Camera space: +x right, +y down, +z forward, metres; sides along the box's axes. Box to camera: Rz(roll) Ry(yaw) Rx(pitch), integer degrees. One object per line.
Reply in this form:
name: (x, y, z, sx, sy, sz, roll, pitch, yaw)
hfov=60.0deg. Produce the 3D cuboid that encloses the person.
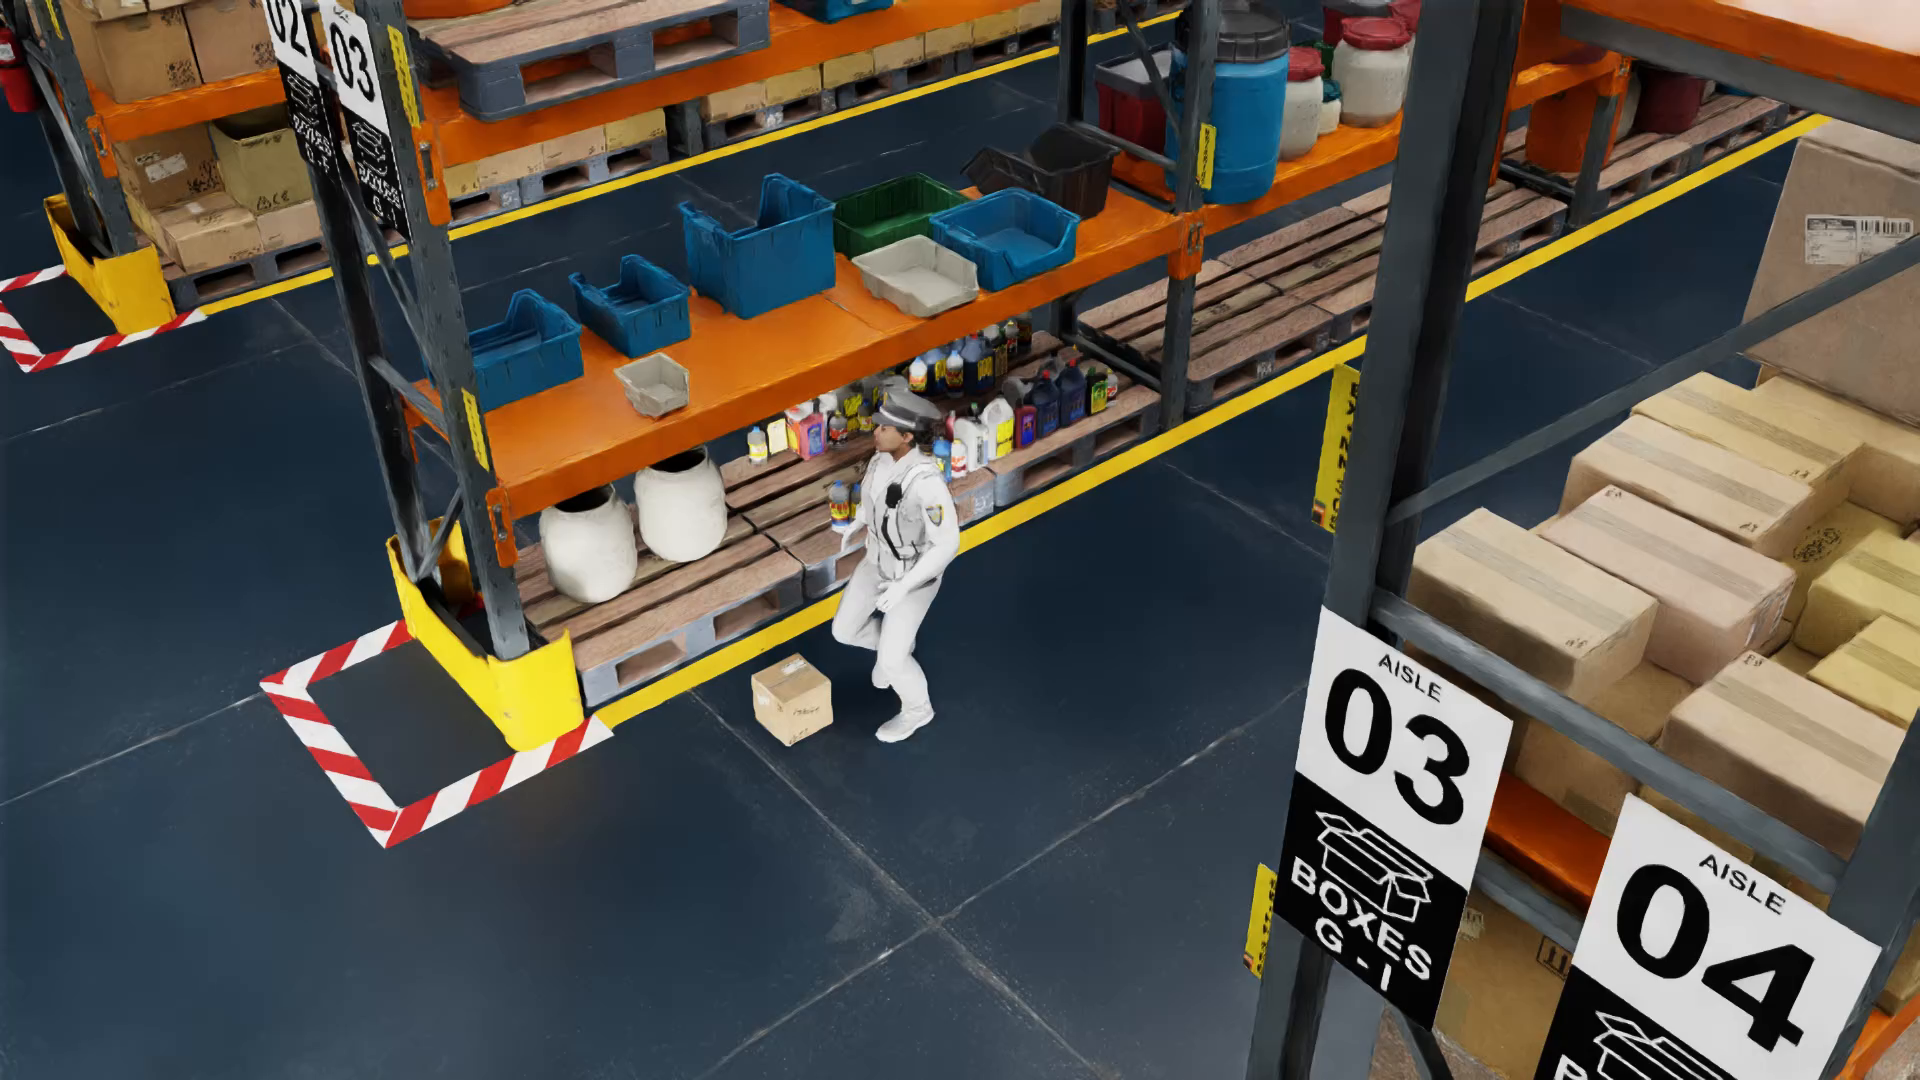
person: (-0.272, 0.128, 6.903, 0.467, 1.668, 0.675, -23, 42, -28)
